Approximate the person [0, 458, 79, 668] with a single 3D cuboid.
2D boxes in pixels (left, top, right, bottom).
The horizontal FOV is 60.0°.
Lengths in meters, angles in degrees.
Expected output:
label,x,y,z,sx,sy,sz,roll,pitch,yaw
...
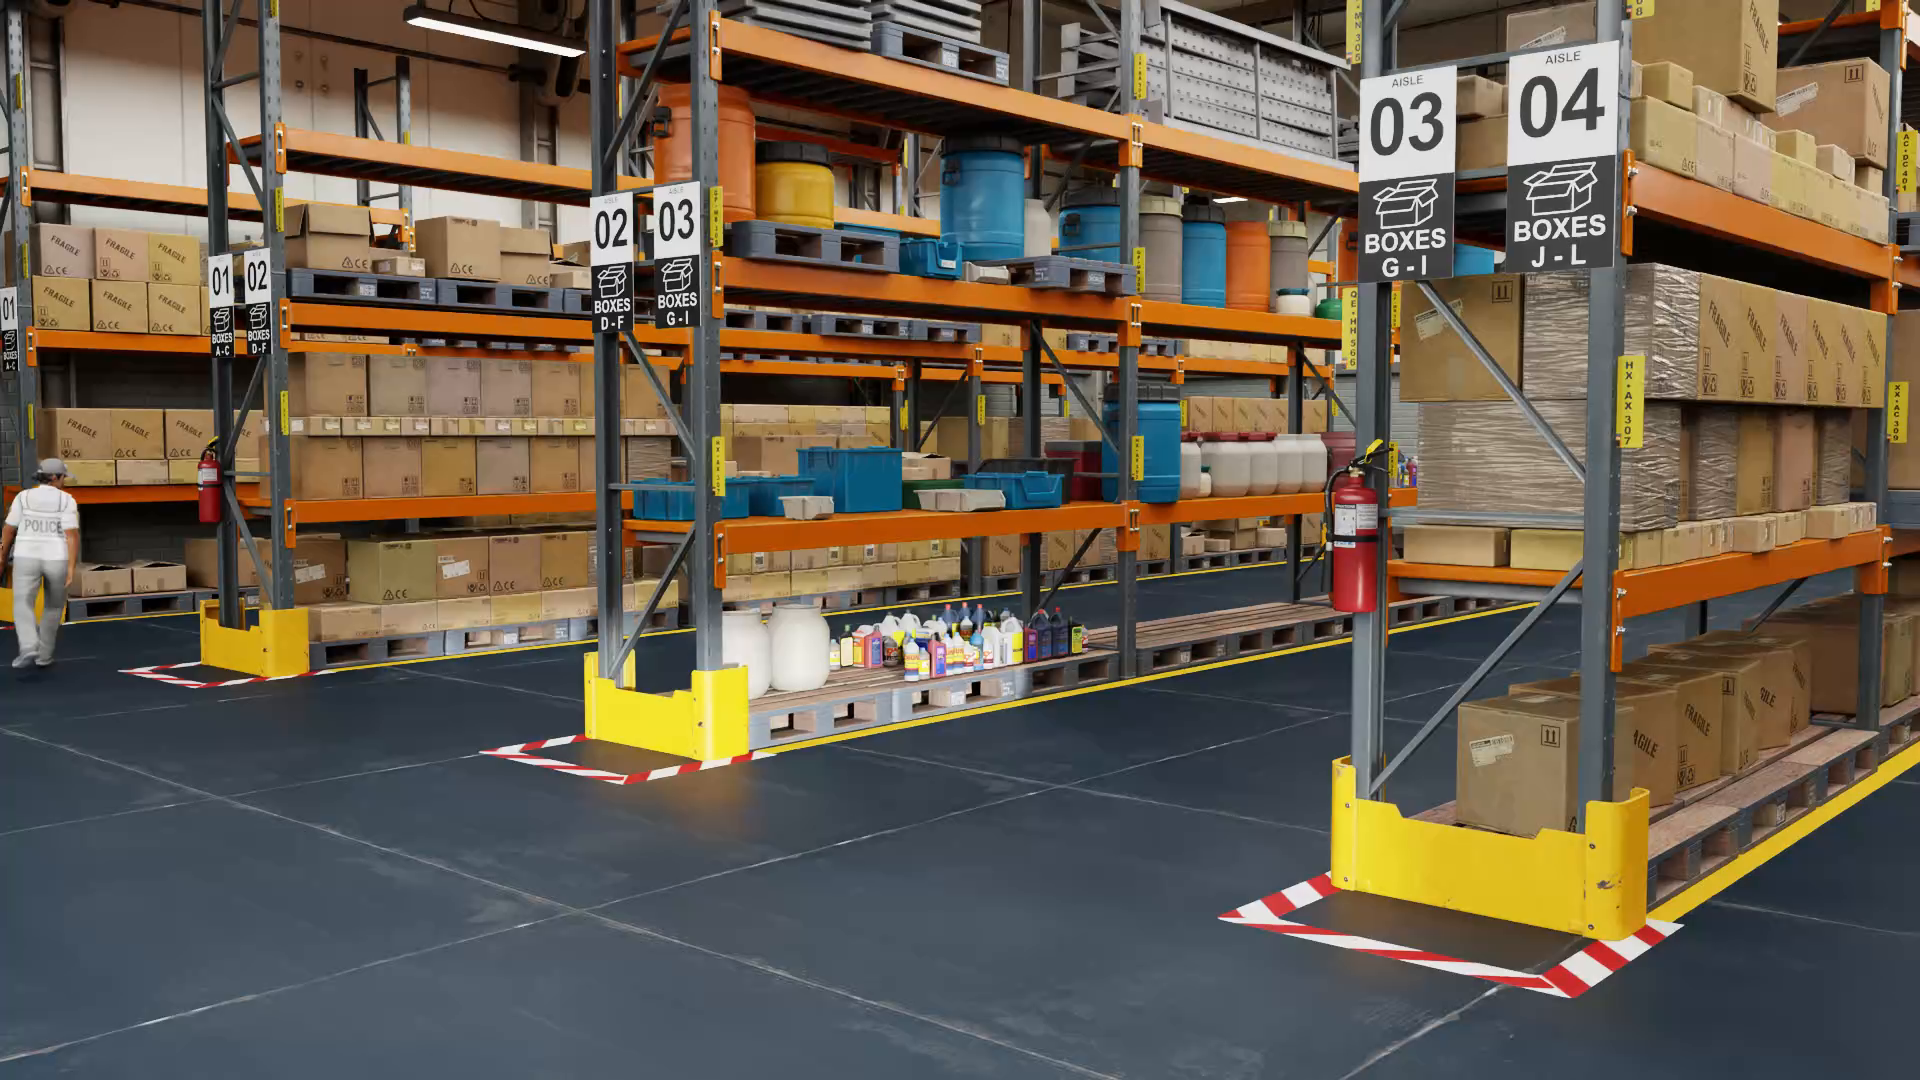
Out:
label,x,y,z,sx,sy,sz,roll,pitch,yaw
person,-7.014,0.180,12.668,0.556,1.612,0.953,-2,4,-30
